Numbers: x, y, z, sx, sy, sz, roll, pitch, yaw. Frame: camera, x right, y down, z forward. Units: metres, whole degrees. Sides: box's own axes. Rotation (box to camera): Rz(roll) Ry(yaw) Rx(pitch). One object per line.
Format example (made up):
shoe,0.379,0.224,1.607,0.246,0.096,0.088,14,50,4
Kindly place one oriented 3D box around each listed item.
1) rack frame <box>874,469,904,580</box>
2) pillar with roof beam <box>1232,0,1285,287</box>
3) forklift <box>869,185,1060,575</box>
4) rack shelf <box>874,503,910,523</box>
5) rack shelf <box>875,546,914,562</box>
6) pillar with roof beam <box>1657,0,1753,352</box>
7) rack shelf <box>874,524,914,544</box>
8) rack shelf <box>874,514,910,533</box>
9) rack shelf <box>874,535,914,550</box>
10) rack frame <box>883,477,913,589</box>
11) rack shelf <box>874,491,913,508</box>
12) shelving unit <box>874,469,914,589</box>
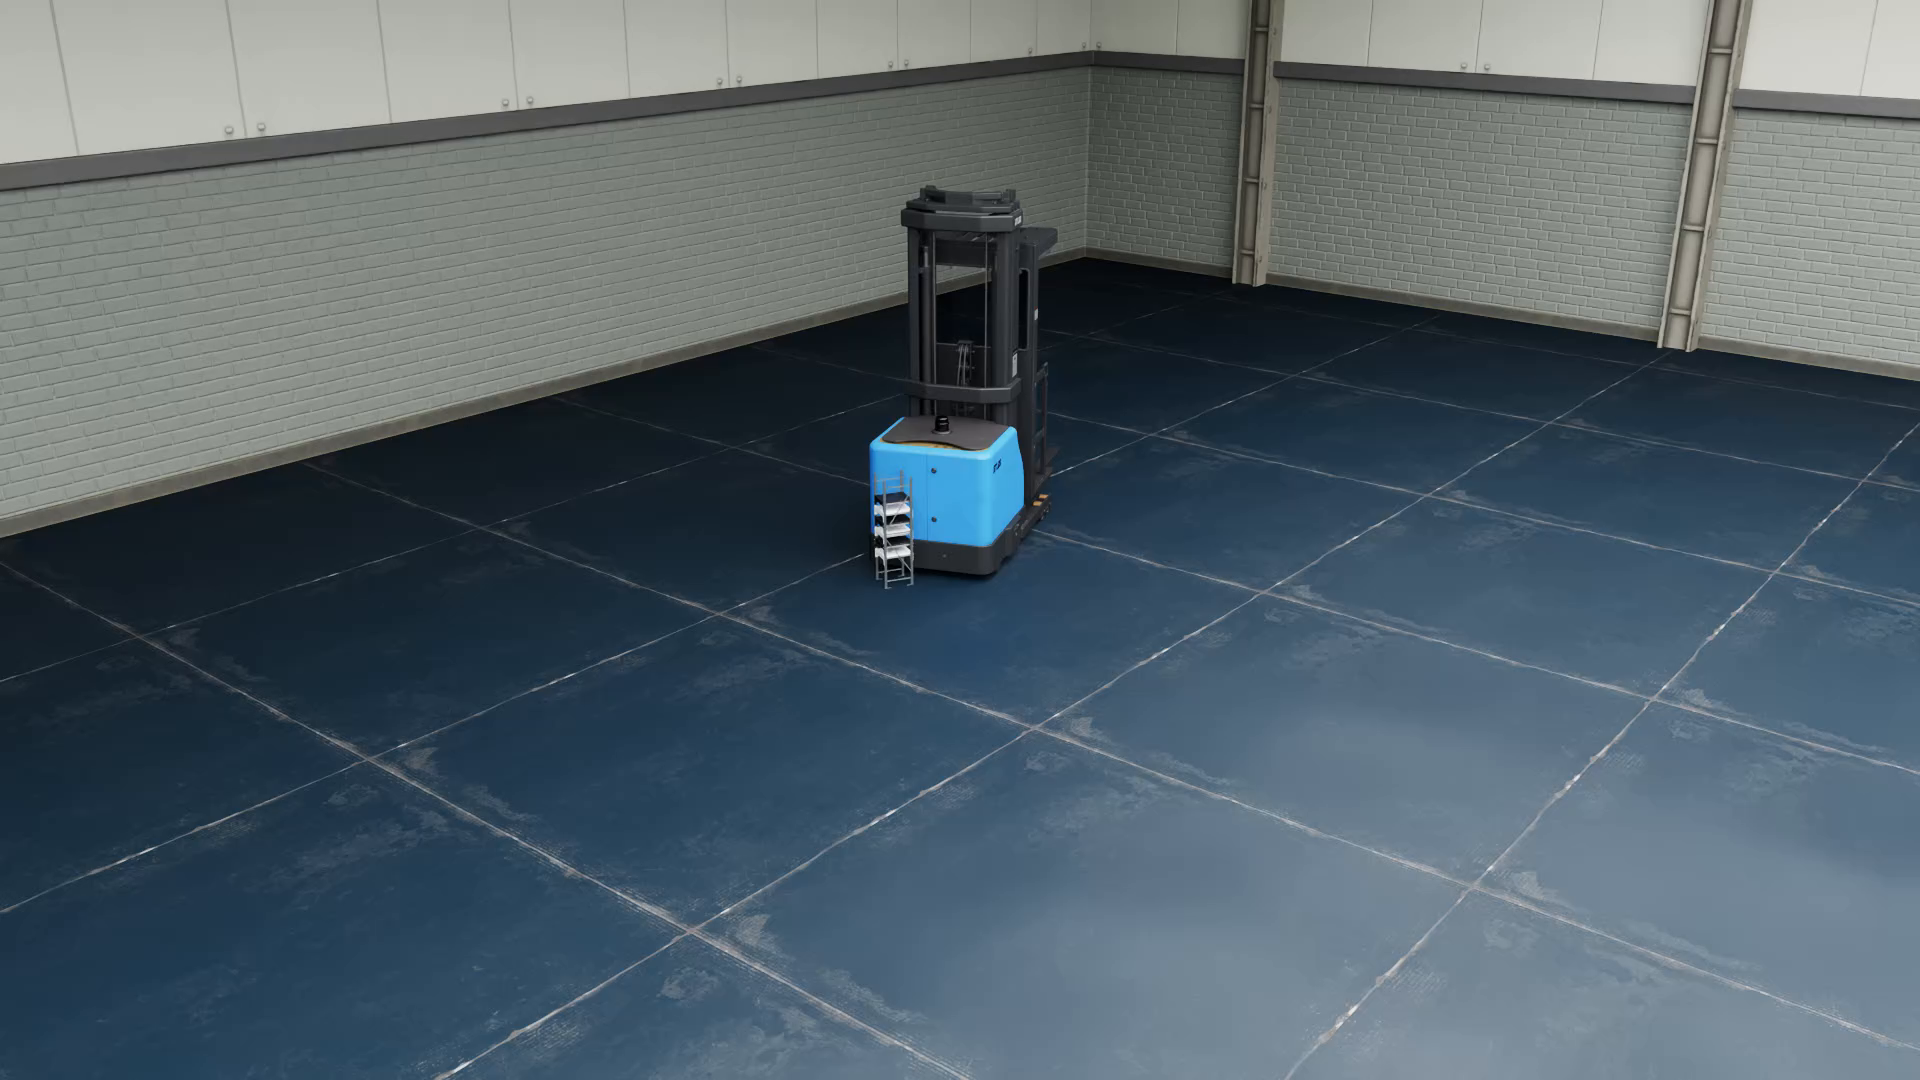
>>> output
rack frame,-0.561,-0.117,13.203,0.240,0.900,0.006,-8,22,-21
pillar with roof beam,1.449,-6.742,19.292,0.400,9.000,9.100,16,26,36
forklift,0.185,-1.582,14.209,1.130,2.935,3.031,6,22,16
rack shelf,-0.522,-0.221,13.064,0.258,0.077,0.200,-8,22,-21
rack shelf,-0.522,0.116,13.191,0.258,0.077,0.200,-8,22,-21
pillar with roof beam,6.098,-5.403,15.742,0.400,9.000,9.100,16,26,36
rack shelf,-0.522,-0.053,13.127,0.258,0.077,0.200,-8,22,-21
rack shelf,-0.522,-0.137,13.095,0.258,0.077,0.200,-8,22,-21
rack shelf,-0.522,0.031,13.159,0.258,0.077,0.200,-8,22,-21
rack frame,-0.483,-0.051,13.028,0.240,0.900,0.006,-8,22,-21
rack shelf,-0.522,-0.305,13.032,0.258,0.077,0.200,-8,22,-21
shelving unit,-0.522,-0.084,13.115,0.258,0.900,0.210,-8,22,-21
